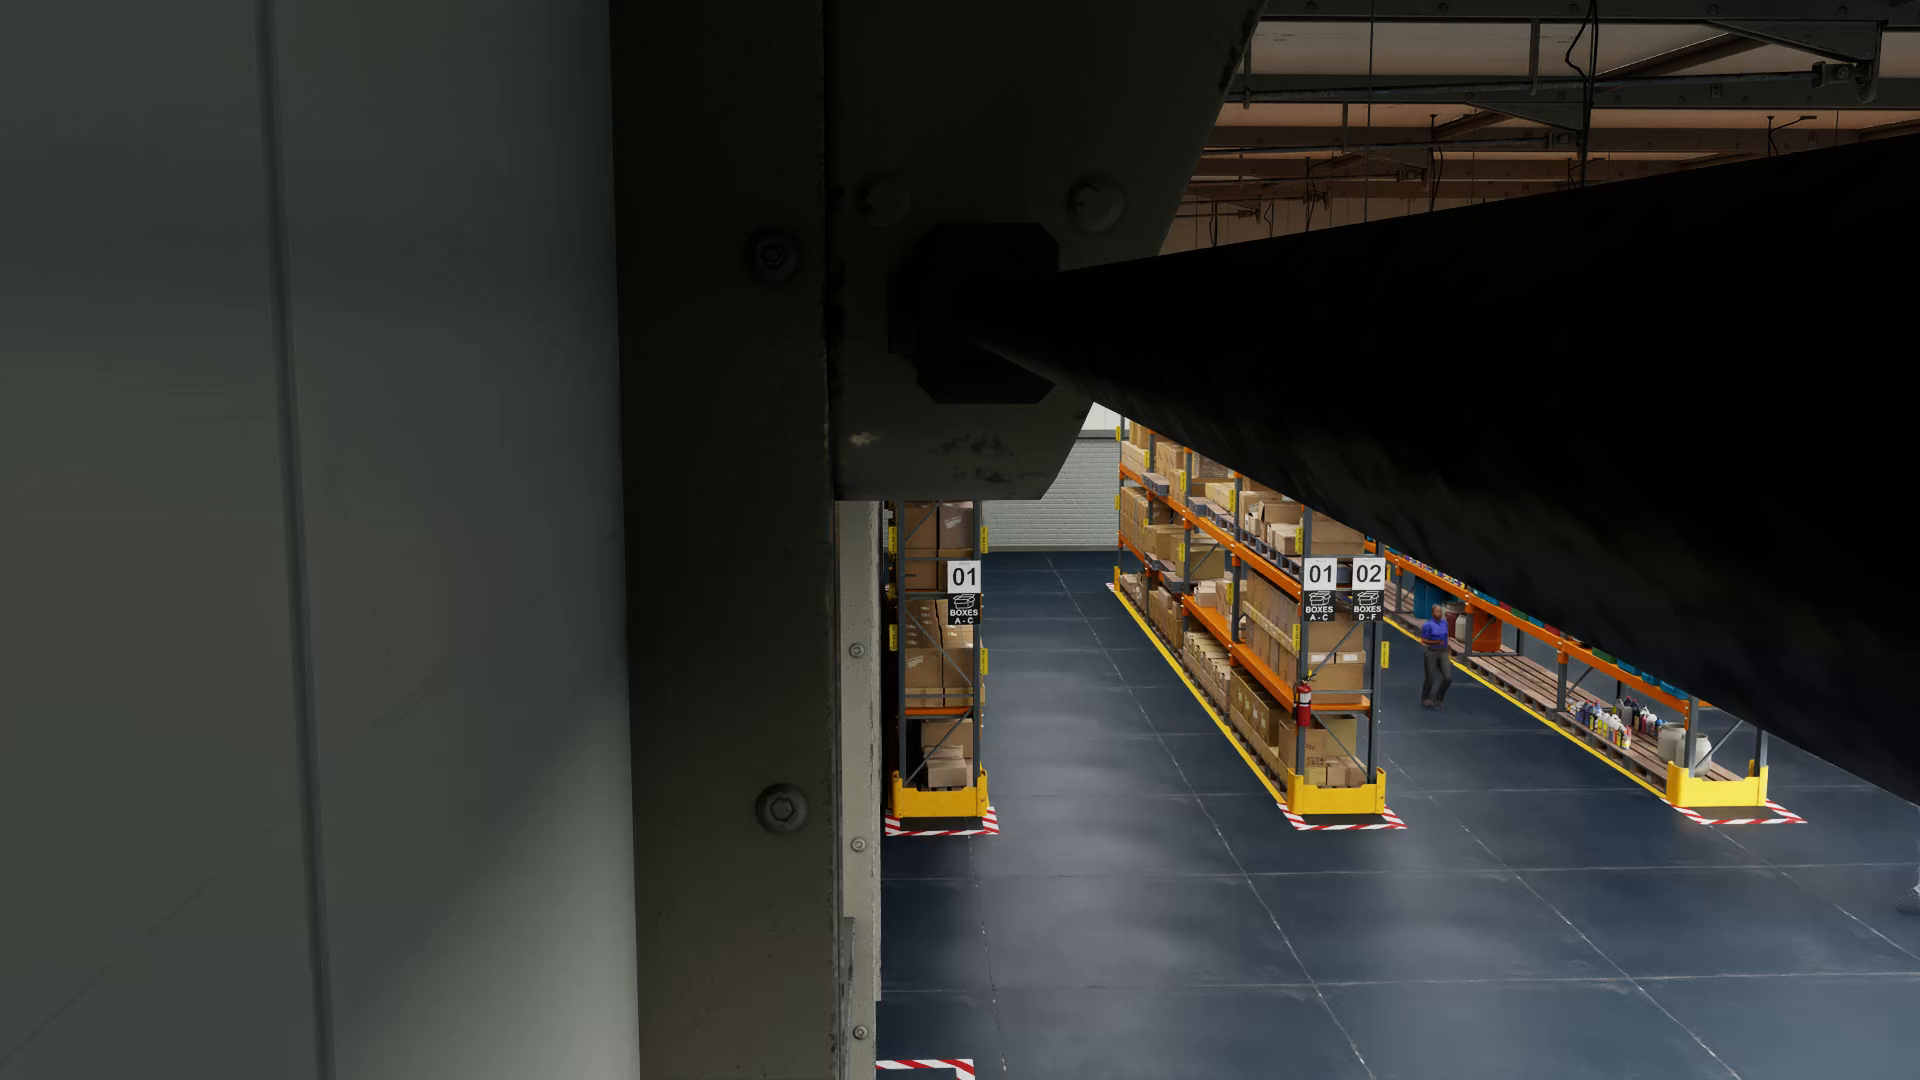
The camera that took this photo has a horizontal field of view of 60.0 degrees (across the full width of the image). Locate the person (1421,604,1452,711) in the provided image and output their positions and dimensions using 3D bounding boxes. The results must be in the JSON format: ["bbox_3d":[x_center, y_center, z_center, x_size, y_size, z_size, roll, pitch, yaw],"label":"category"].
[{"bbox_3d":[7.394,1.830,25.751,0.558,1.685,0.667,-2,8,-12],"label":"person"}]
